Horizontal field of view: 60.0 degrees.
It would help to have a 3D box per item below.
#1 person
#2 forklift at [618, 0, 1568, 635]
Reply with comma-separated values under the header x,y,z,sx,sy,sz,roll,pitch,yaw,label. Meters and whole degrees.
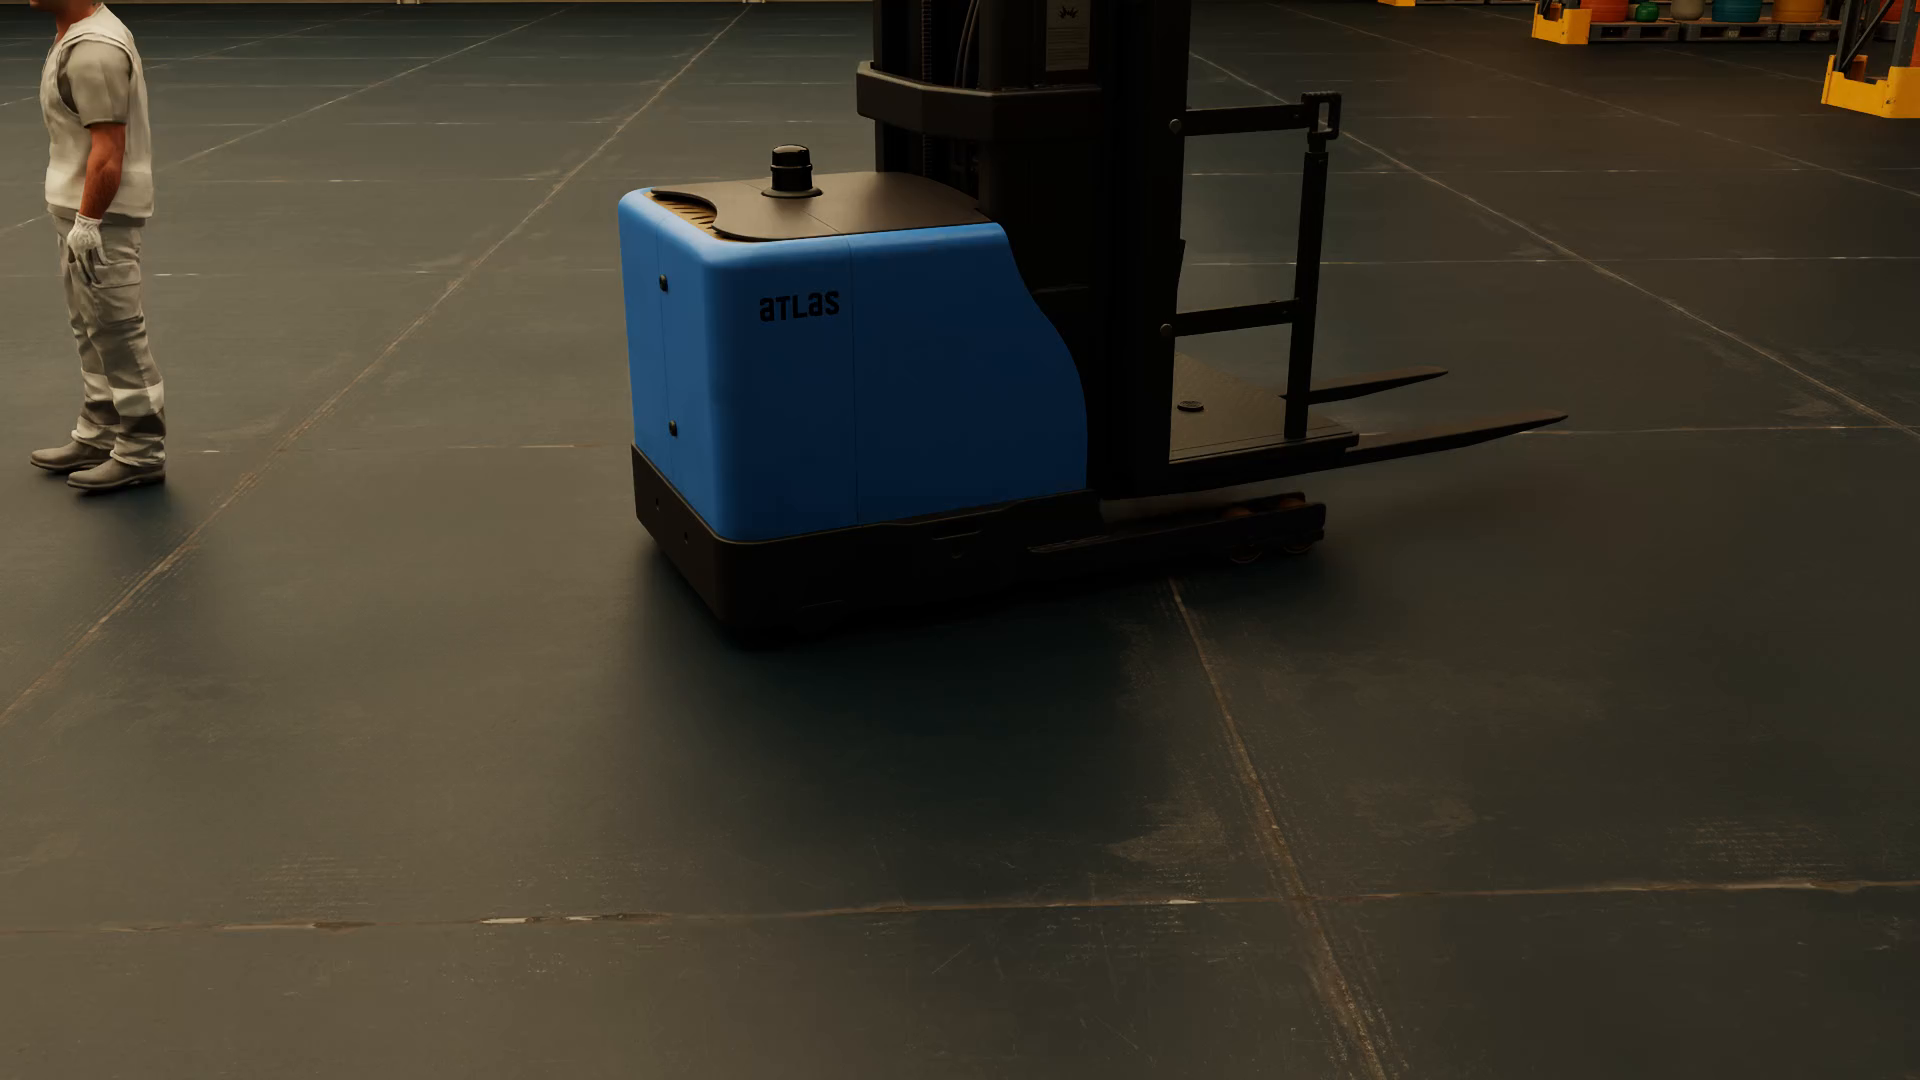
x,y,z,sx,sy,sz,roll,pitch,yaw,label
-2.850,-1.033,5.336,0.562,1.788,0.638,-10,24,-24,person
0.552,-1.458,4.875,3.031,2.935,1.130,-10,23,-23,forklift
